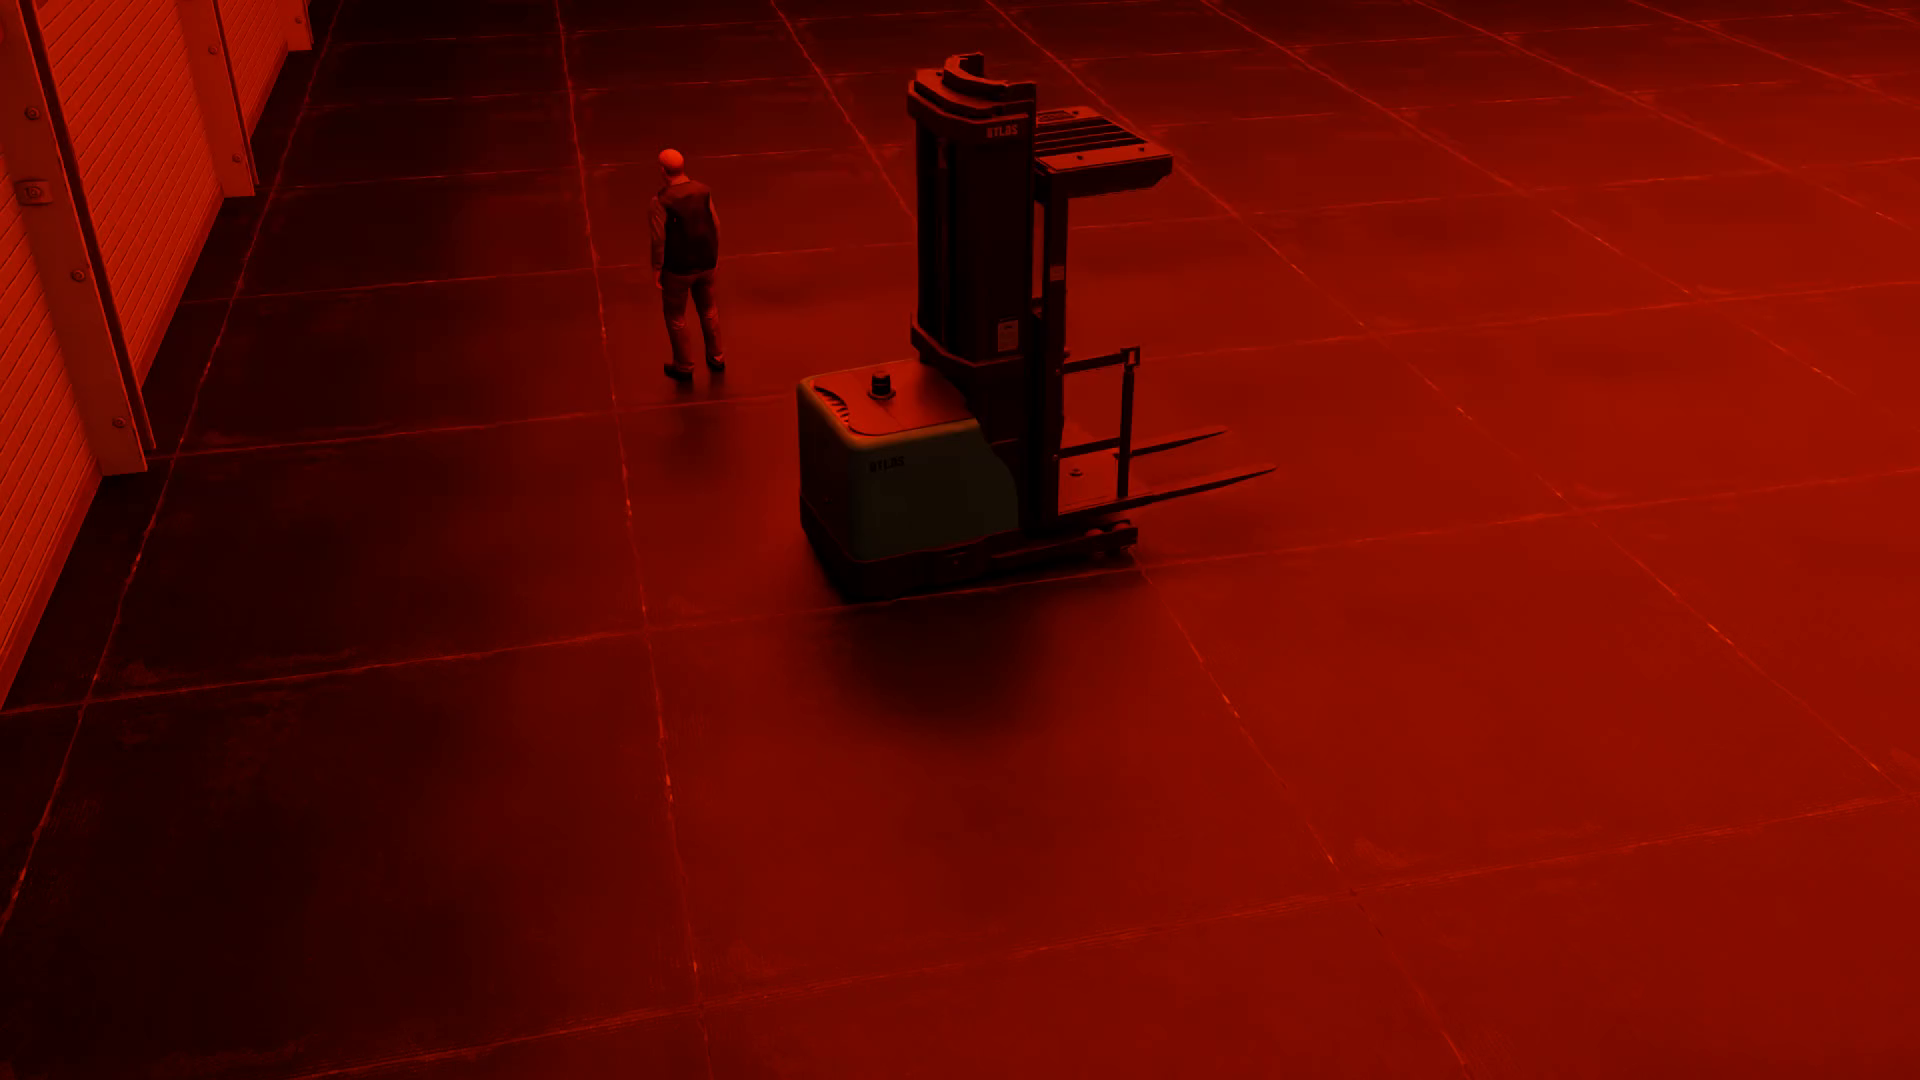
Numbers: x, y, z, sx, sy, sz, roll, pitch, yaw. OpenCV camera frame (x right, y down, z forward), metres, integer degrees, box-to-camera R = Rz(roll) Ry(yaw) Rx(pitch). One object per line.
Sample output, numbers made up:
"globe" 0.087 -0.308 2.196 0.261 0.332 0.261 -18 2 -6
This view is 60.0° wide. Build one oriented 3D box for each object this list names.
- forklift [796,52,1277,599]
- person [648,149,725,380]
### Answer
"forklift" 0.557 -1.397 9.988 3.031 2.935 1.130 -12 32 -20
"person" -2.014 -2.024 12.282 0.579 1.719 0.424 -22 37 -33
